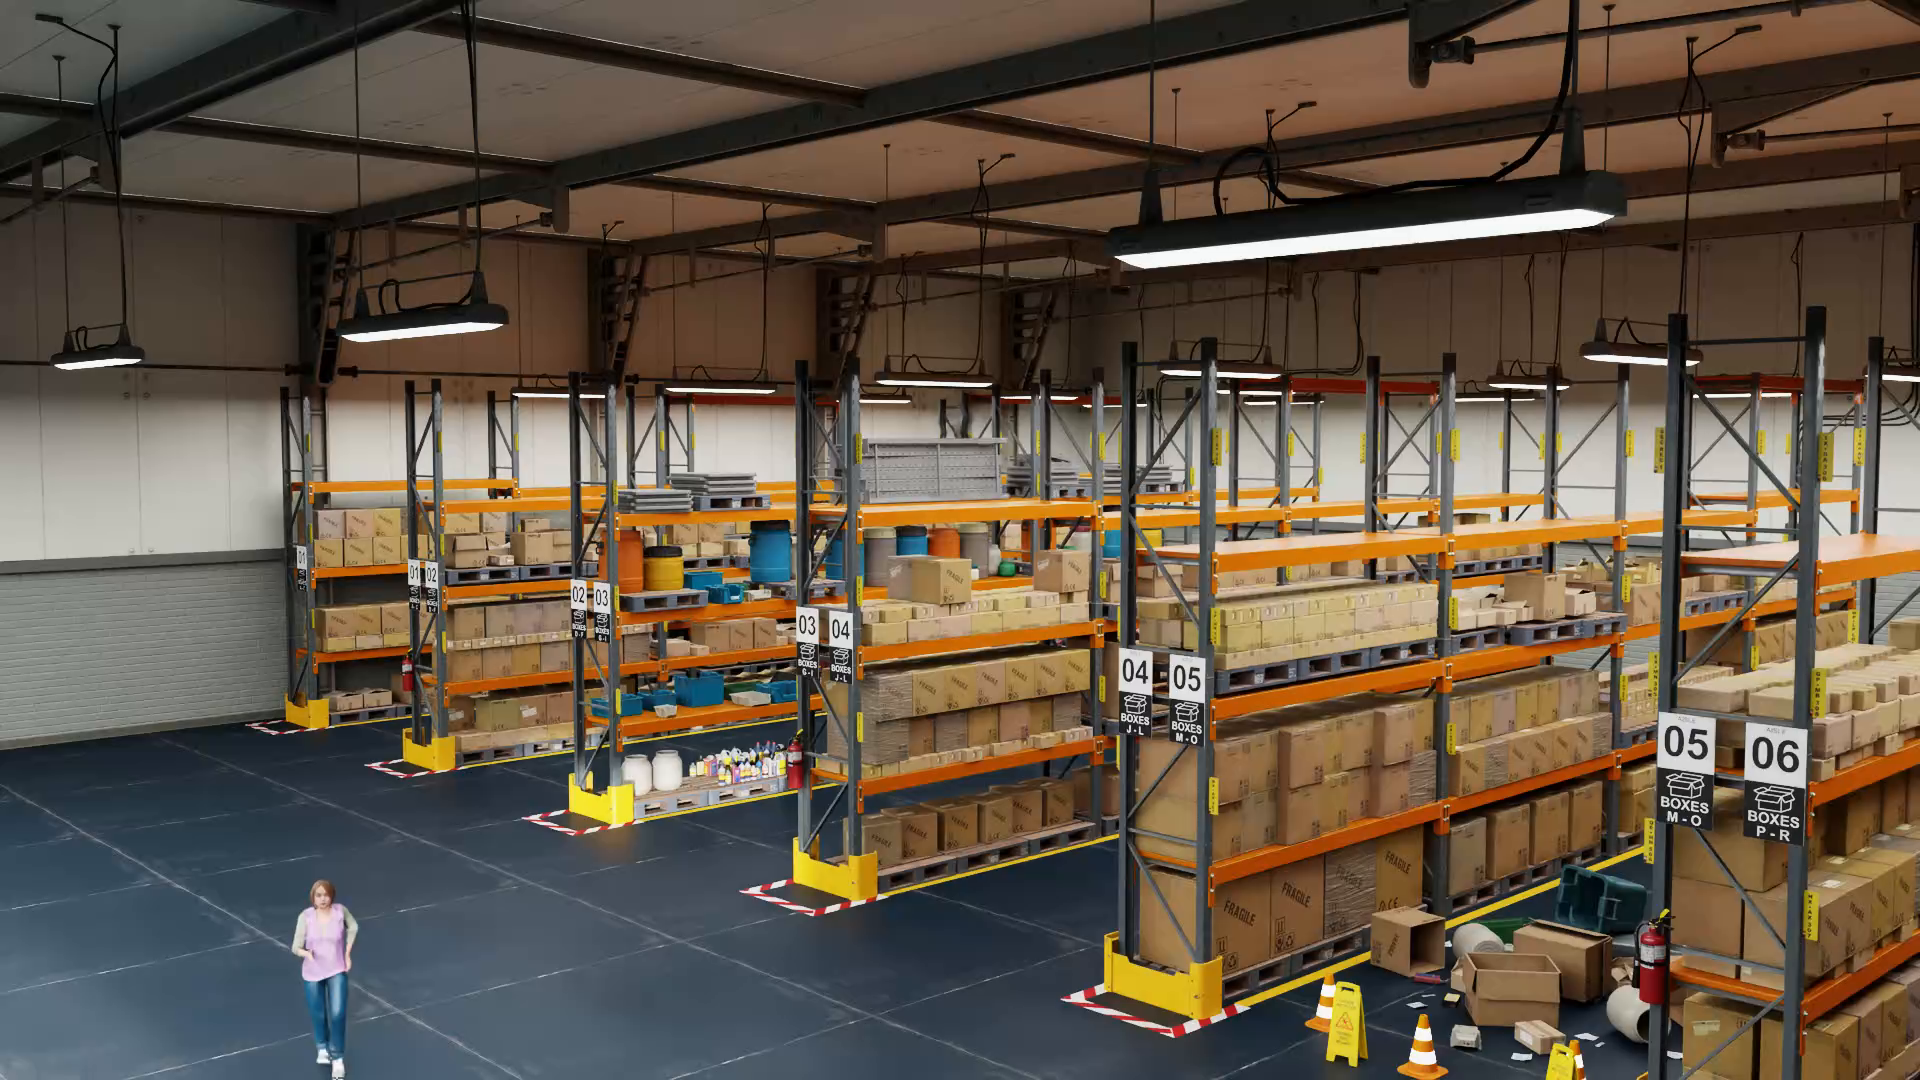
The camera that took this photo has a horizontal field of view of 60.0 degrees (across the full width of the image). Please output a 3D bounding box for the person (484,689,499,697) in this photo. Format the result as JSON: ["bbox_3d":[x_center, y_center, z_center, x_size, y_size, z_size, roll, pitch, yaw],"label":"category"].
[{"bbox_3d":[-7.901,2.486,28.392,0.701,1.748,0.831,3,5,36],"label":"person"}]

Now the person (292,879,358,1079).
[{"bbox_3d":[-5.095,3.535,13.352,0.490,1.598,0.711,-1,4,-17],"label":"person"}]
